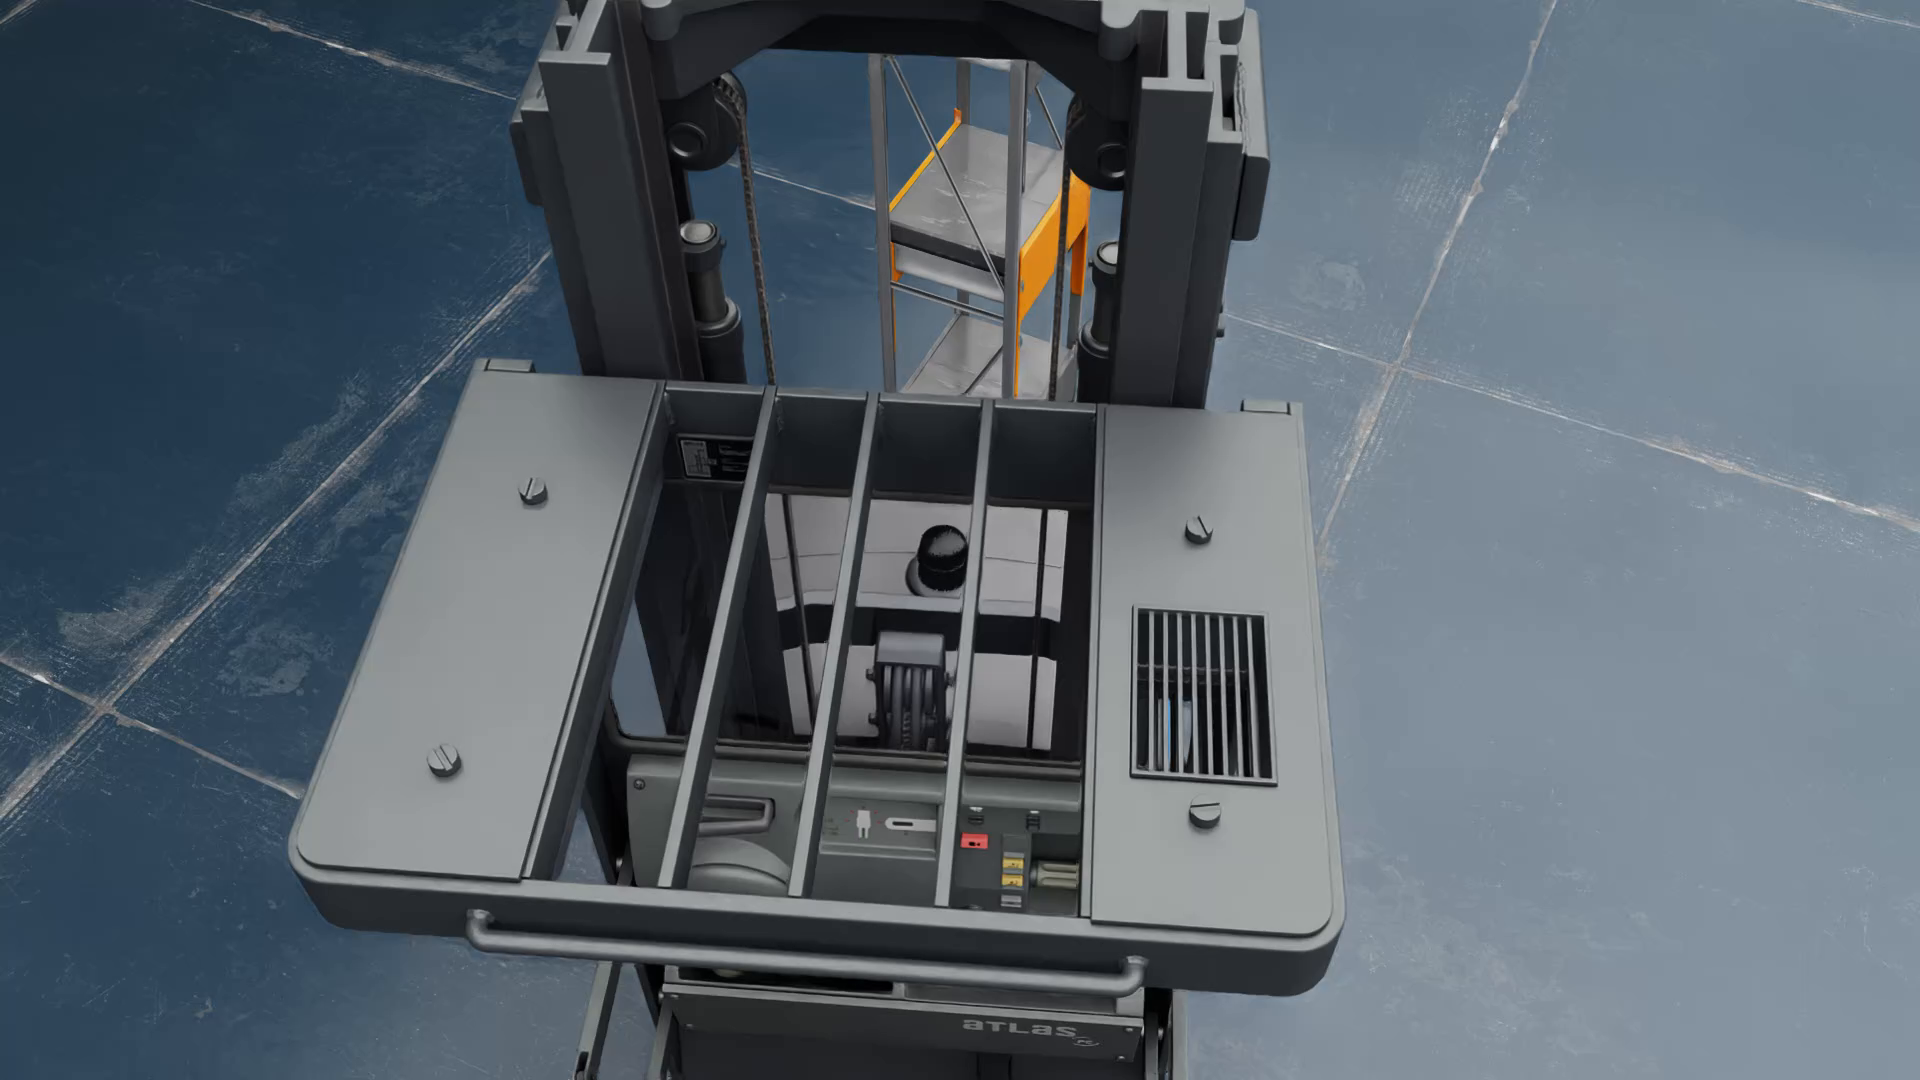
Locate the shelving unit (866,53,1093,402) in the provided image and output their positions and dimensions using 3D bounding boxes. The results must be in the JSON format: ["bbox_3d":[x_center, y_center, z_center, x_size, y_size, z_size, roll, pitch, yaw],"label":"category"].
[{"bbox_3d":[0.071,-0.794,4.547,0.431,2.100,0.503,20,52,16],"label":"shelving unit"}]

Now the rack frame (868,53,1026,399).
[{"bbox_3d":[-0.034,-0.626,4.404,0.400,2.100,0.015,20,52,16],"label":"rack frame"}]

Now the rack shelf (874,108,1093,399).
[{"bbox_3d":[0.071,-0.786,4.558,0.431,0.518,0.480,20,52,16],"label":"rack shelf"}]

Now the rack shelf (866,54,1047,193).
[{"bbox_3d":[0.071,-1.239,4.025,0.431,0.518,0.480,20,52,16],"label":"rack shelf"}]

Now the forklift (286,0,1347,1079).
[{"bbox_3d":[-0.122,0.689,2.739,1.130,2.935,3.031,3,50,3],"label":"forklift"}]

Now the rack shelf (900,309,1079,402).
[{"bbox_3d":[0.071,-0.332,5.091,0.431,0.518,0.480,20,52,16],"label":"rack shelf"}]

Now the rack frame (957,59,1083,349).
[{"bbox_3d":[0.175,-0.962,4.690,0.400,2.100,0.015,20,52,16],"label":"rack frame"}]
